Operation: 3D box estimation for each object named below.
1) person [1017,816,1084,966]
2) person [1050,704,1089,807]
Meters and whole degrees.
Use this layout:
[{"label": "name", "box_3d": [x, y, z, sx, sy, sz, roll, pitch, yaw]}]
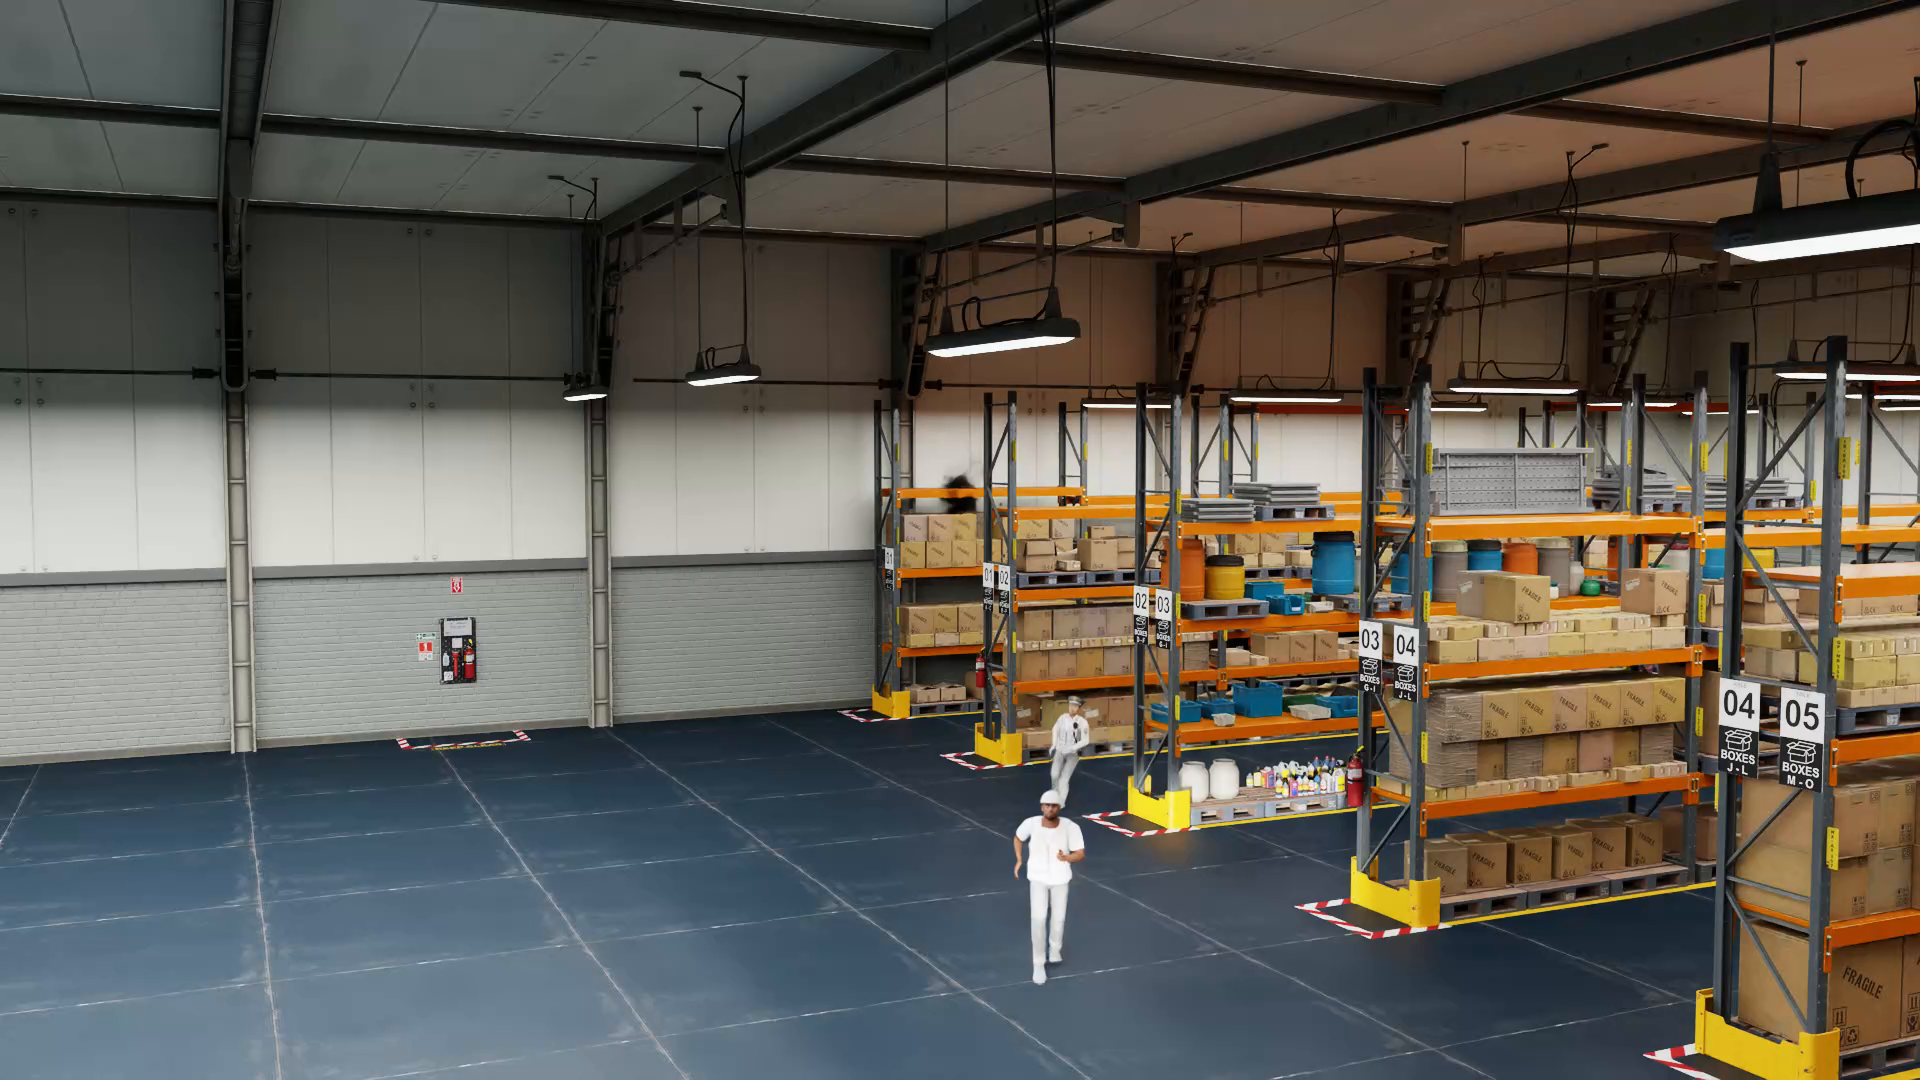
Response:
[{"label": "person", "box_3d": [0.879, 3.389, 16.216, 0.645, 1.390, 0.687, 0, 3, 0]}, {"label": "person", "box_3d": [1.509, 3.016, 23.254, 0.606, 1.569, 0.577, 1, 4, 22]}]
